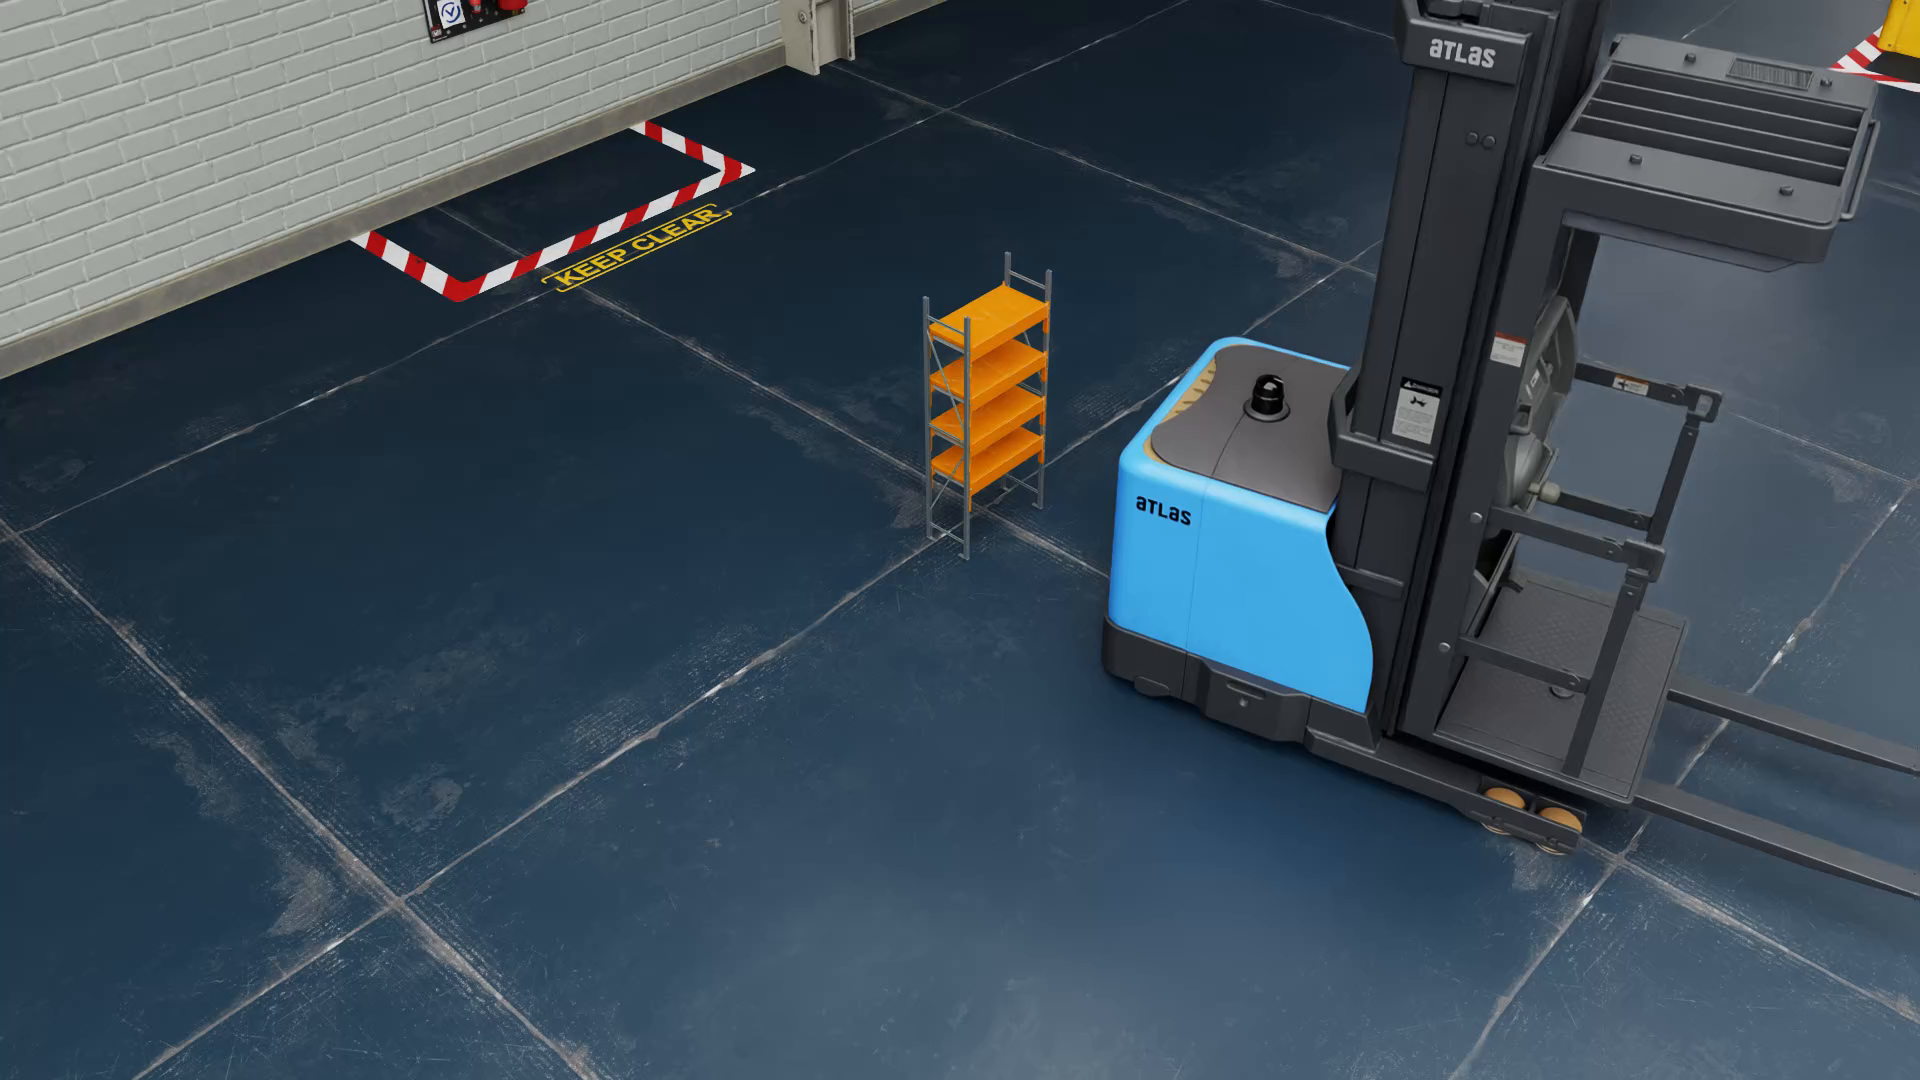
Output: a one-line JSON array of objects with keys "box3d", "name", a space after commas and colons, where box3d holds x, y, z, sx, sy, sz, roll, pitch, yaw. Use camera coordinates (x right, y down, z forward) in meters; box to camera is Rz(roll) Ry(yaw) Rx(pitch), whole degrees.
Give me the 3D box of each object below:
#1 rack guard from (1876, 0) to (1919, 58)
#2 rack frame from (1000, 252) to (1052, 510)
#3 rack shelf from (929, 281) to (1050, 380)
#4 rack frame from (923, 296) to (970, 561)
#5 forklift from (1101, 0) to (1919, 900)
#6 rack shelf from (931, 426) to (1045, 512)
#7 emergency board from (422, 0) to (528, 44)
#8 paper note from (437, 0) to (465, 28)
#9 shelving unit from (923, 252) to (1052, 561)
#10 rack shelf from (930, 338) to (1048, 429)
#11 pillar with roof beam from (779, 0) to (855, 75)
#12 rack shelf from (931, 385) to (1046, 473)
[{"box3d": [6.896, -3.455, 11.193, 1.175, 0.500, 0.348, 30, 47, 32], "name": "rack guard"}, {"box3d": [0.276, -0.658, 7.113, 0.240, 1.200, 0.015, 30, 47, 32], "name": "rack frame"}, {"box3d": [0.112, -0.853, 6.728, 0.258, 0.148, 0.480, 30, 47, 32], "name": "rack shelf"}, {"box3d": [-0.053, -0.434, 6.831, 0.240, 1.200, 0.015, 30, 47, 32], "name": "rack frame"}, {"box3d": [2.093, -0.420, 5.424, 3.031, 2.935, 1.130, 19, 42, 22], "name": "forklift"}, {"box3d": [0.112, -0.338, 7.138, 0.258, 0.148, 0.480, 30, 47, 32], "name": "rack shelf"}, {"box3d": [-2.656, -3.332, 9.030, 0.194, 1.169, 0.643, 30, 47, 32], "name": "emergency board"}, {"box3d": [-2.826, -2.934, 9.238, 0.016, 0.148, 0.142, 30, 47, 32], "name": "paper note"}, {"box3d": [0.112, -0.546, 6.972, 0.258, 1.200, 0.503, 30, 47, 32], "name": "shelving unit"}, {"box3d": [0.112, -0.668, 6.875, 0.258, 0.148, 0.480, 30, 47, 32], "name": "rack shelf"}, {"box3d": [2.217, -4.991, 6.297, 9.100, 9.000, 0.400, 30, 47, 32], "name": "pillar with roof beam"}, {"box3d": [0.112, -0.493, 7.014, 0.258, 0.148, 0.480, 30, 47, 32], "name": "rack shelf"}]
